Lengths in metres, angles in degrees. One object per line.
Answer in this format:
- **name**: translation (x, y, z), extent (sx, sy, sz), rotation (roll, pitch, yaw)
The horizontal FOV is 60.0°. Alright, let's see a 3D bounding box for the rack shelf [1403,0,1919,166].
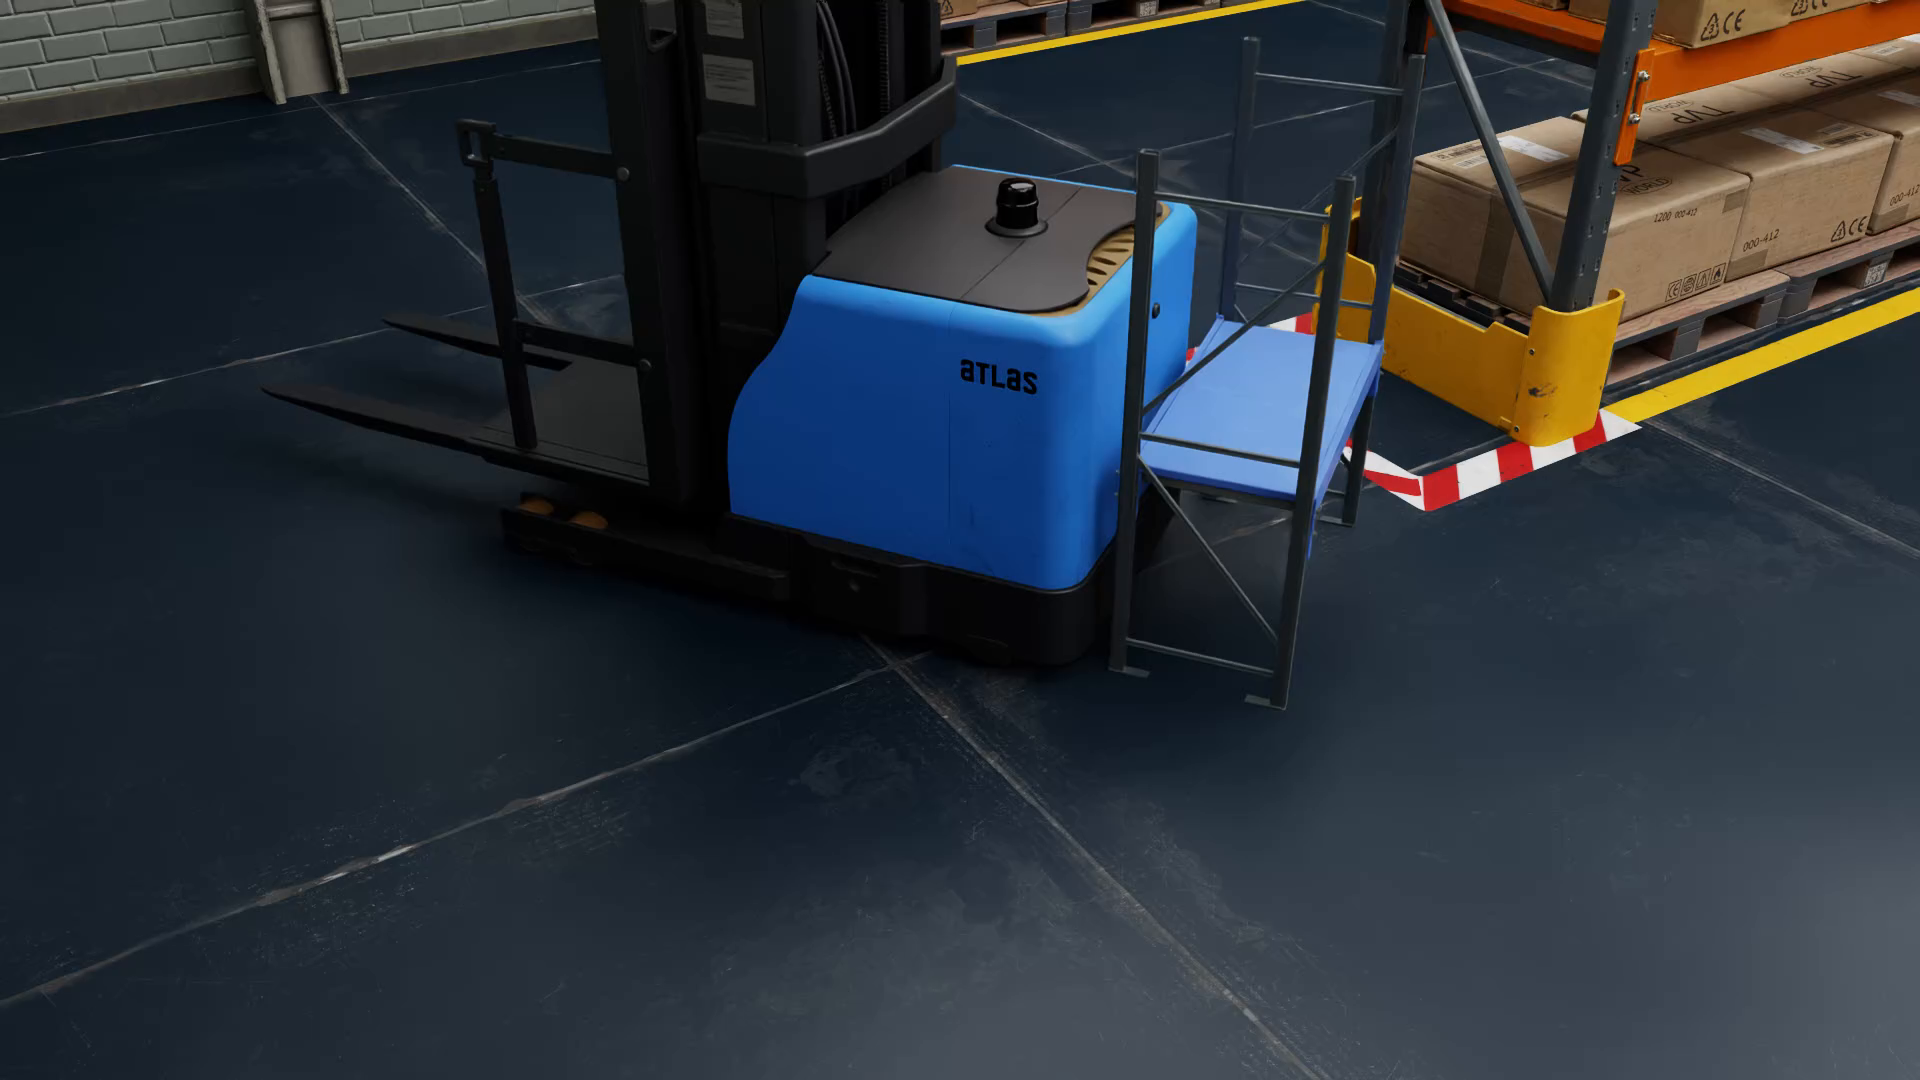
- **rack shelf**: translation (3.519, -2.169, 6.552), extent (4.000, 0.370, 1.077), rotation (-19, 37, -27)

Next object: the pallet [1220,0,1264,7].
- **pallet**: translation (1.930, -3.899, 11.233), extent (1.213, 0.211, 1.003), rotation (-19, 37, -27)

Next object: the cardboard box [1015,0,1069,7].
- **cardboard box**: translation (0.450, -3.605, 10.102), extent (0.500, 0.500, 0.700), rotation (-17, 36, -25)

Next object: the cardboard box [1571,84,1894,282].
- **cardboard box**: translation (3.103, -1.493, 6.814), extent (0.875, 0.438, 0.875), rotation (-18, 36, -26)

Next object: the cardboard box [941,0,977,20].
- **cardboard box**: translation (-0.289, -3.376, 9.737), extent (0.637, 0.503, 0.797), rotation (-21, 38, -29)

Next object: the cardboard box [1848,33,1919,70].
- **cardboard box**: translation (4.614, -2.012, 7.636), extent (0.875, 0.438, 0.875), rotation (-20, 37, -28)

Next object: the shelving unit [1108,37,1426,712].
- **shelving unit**: translation (0.843, -0.476, 4.599), extent (0.538, 1.500, 1.048), rotation (12, 34, 18)

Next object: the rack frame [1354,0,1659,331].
- **rack frame**: translation (1.838, -1.895, 5.443), extent (0.127, 3.000, 1.000), rotation (-19, 37, -27)

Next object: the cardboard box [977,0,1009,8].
- **cardboard box**: translation (0.089, -3.332, 9.999), extent (0.250, 0.149, 0.380), rotation (-21, 38, -29)

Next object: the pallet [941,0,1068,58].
- **pallet**: translation (-0.121, -3.194, 10.115), extent (1.213, 0.211, 1.003), rotation (-19, 37, -27)

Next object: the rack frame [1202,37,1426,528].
- **rack frame**: translation (1.032, -0.728, 4.998), extent (0.500, 1.500, 0.032), rotation (12, 34, 18)

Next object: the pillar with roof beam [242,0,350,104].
- **pillar with roof beam**: translation (-1.277, -4.352, 3.714), extent (0.400, 9.000, 9.100), rotation (-19, 37, -27)

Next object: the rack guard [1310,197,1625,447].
- **rack guard**: translation (1.818, -0.831, 6.099), extent (0.348, 0.500, 1.175), rotation (-19, 37, -27)

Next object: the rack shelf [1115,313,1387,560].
- **rack shelf**: translation (0.843, -0.324, 4.695), extent (0.538, 0.185, 1.000), rotation (12, 34, 18)

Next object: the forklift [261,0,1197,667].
- **forklift**: translation (-0.864, -1.402, 4.725), extent (3.031, 2.935, 1.130), rotation (13, 35, 20)

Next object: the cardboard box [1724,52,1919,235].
- **cardboard box**: translation (3.862, -1.753, 7.226), extent (0.875, 0.438, 0.875), rotation (-20, 37, -29)

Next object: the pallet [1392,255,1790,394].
- **pallet**: translation (2.467, -0.982, 6.609), extent (1.213, 0.211, 1.003), rotation (-19, 37, -27)

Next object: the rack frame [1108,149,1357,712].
- **rack frame**: translation (0.654, -0.225, 4.200), extent (0.500, 1.500, 0.032), rotation (12, 34, 18)

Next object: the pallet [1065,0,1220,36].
- **pallet**: translation (0.903, -3.544, 10.671), extent (1.213, 0.211, 1.003), rotation (-19, 37, -27)

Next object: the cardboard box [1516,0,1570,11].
- **cardboard box**: translation (2.100, -2.196, 5.826), extent (0.500, 0.500, 0.500), rotation (-19, 37, -27)

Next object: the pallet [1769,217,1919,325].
- **pallet**: translation (3.492, -1.333, 7.165), extent (1.213, 0.211, 1.003), rotation (-19, 37, -27)

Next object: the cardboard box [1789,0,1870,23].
- **cardboard box**: translation (2.807, -2.106, 5.684), extent (0.500, 0.500, 0.500), rotation (-20, 37, -28)

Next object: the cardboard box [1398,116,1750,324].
- **cardboard box**: translation (2.338, -1.225, 6.388), extent (0.875, 0.438, 0.875), rotation (-20, 38, -29)

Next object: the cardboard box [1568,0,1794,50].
- **cardboard box**: translation (2.397, -1.948, 5.433), extent (0.500, 0.500, 0.500), rotation (-19, 37, -28)

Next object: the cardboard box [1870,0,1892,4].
- **cardboard box**: translation (3.244, -2.245, 5.904), extent (0.500, 0.500, 0.500), rotation (-19, 37, -28)
